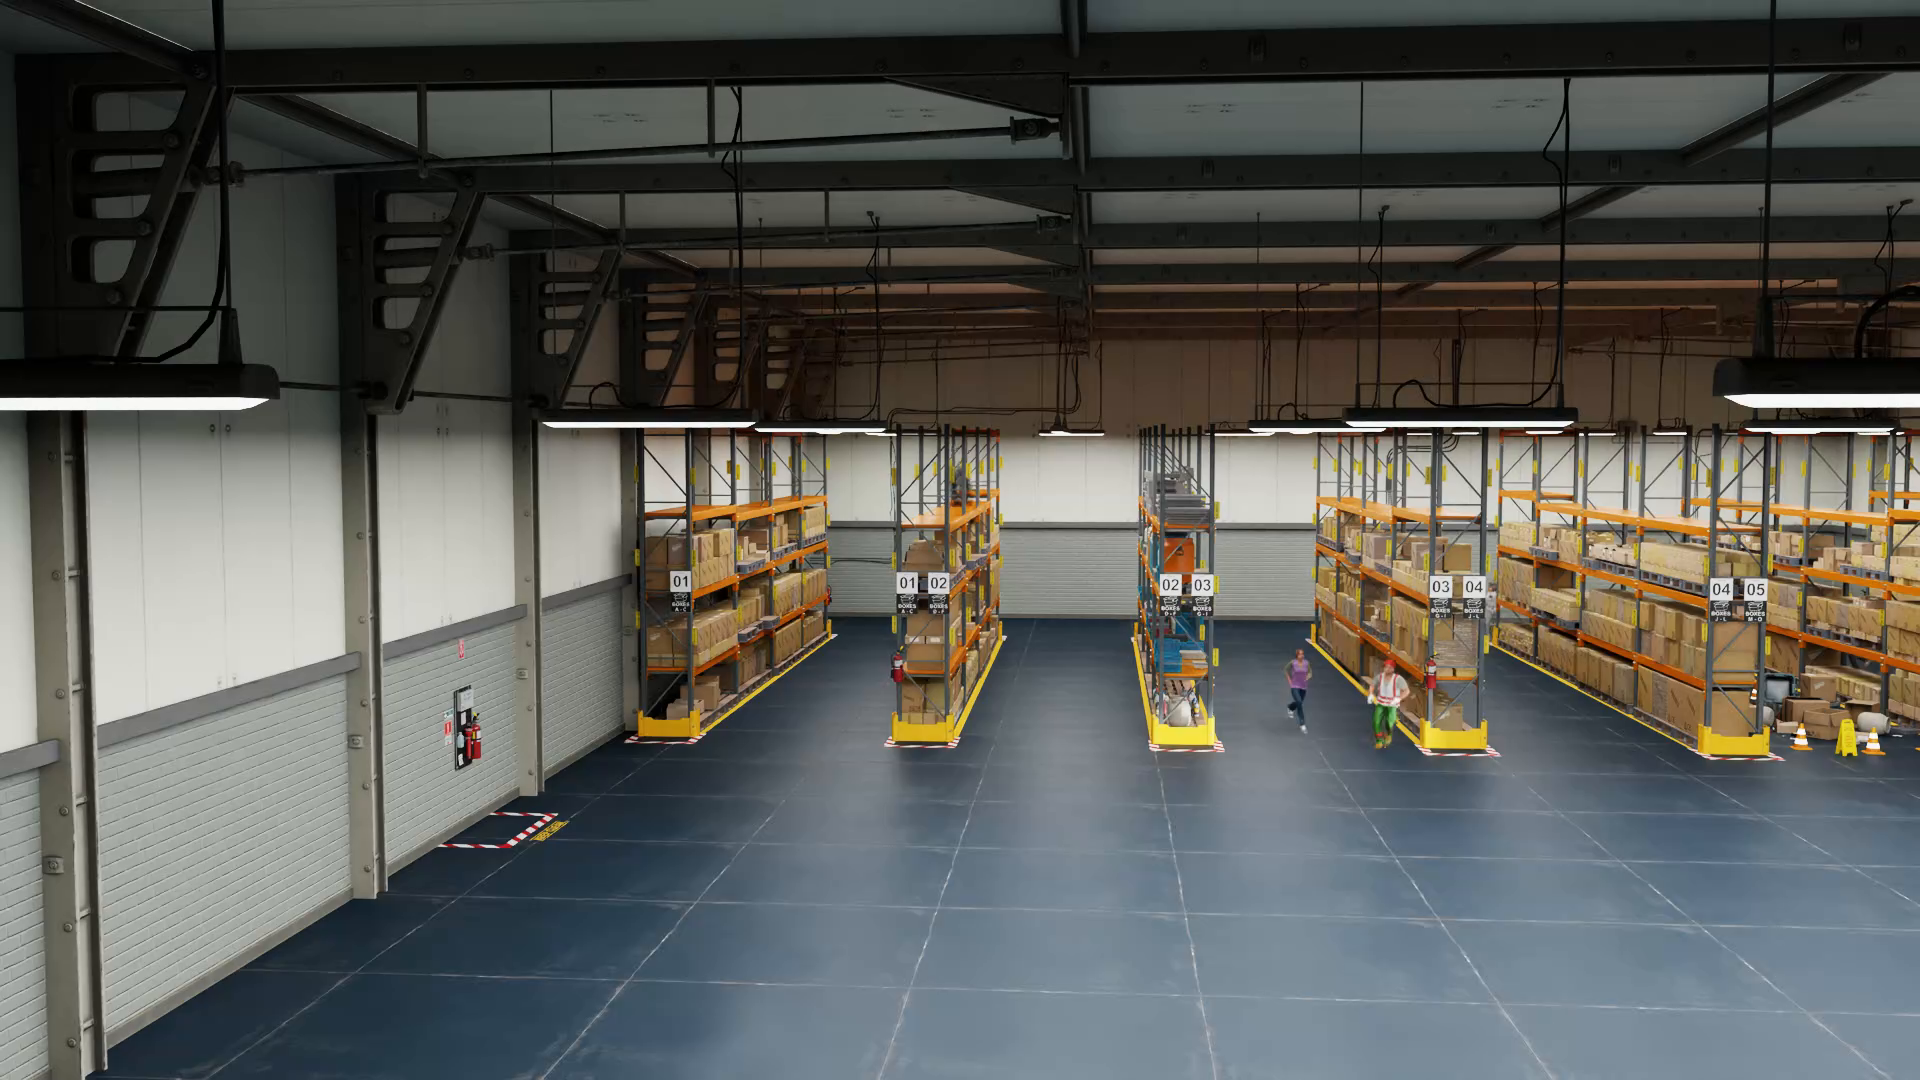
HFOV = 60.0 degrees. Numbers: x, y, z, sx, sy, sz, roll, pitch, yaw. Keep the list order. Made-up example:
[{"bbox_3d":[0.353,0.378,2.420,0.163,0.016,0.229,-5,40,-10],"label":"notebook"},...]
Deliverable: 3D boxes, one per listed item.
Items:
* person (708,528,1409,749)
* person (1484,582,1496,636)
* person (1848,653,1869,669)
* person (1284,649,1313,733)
[{"bbox_3d":[1.397,1.822,32.936,14.521,3.817,1.578,2,4,25],"label":"person"},{"bbox_3d":[15.142,2.043,47.258,0.713,1.701,0.496,-1,4,-21],"label":"person"},{"bbox_3d":[21.795,2.490,40.346,0.590,1.615,0.653,0,3,-5],"label":"person"},{"bbox_3d":[6.691,2.938,32.875,0.495,1.615,1.017,-1,4,-15],"label":"person"}]
